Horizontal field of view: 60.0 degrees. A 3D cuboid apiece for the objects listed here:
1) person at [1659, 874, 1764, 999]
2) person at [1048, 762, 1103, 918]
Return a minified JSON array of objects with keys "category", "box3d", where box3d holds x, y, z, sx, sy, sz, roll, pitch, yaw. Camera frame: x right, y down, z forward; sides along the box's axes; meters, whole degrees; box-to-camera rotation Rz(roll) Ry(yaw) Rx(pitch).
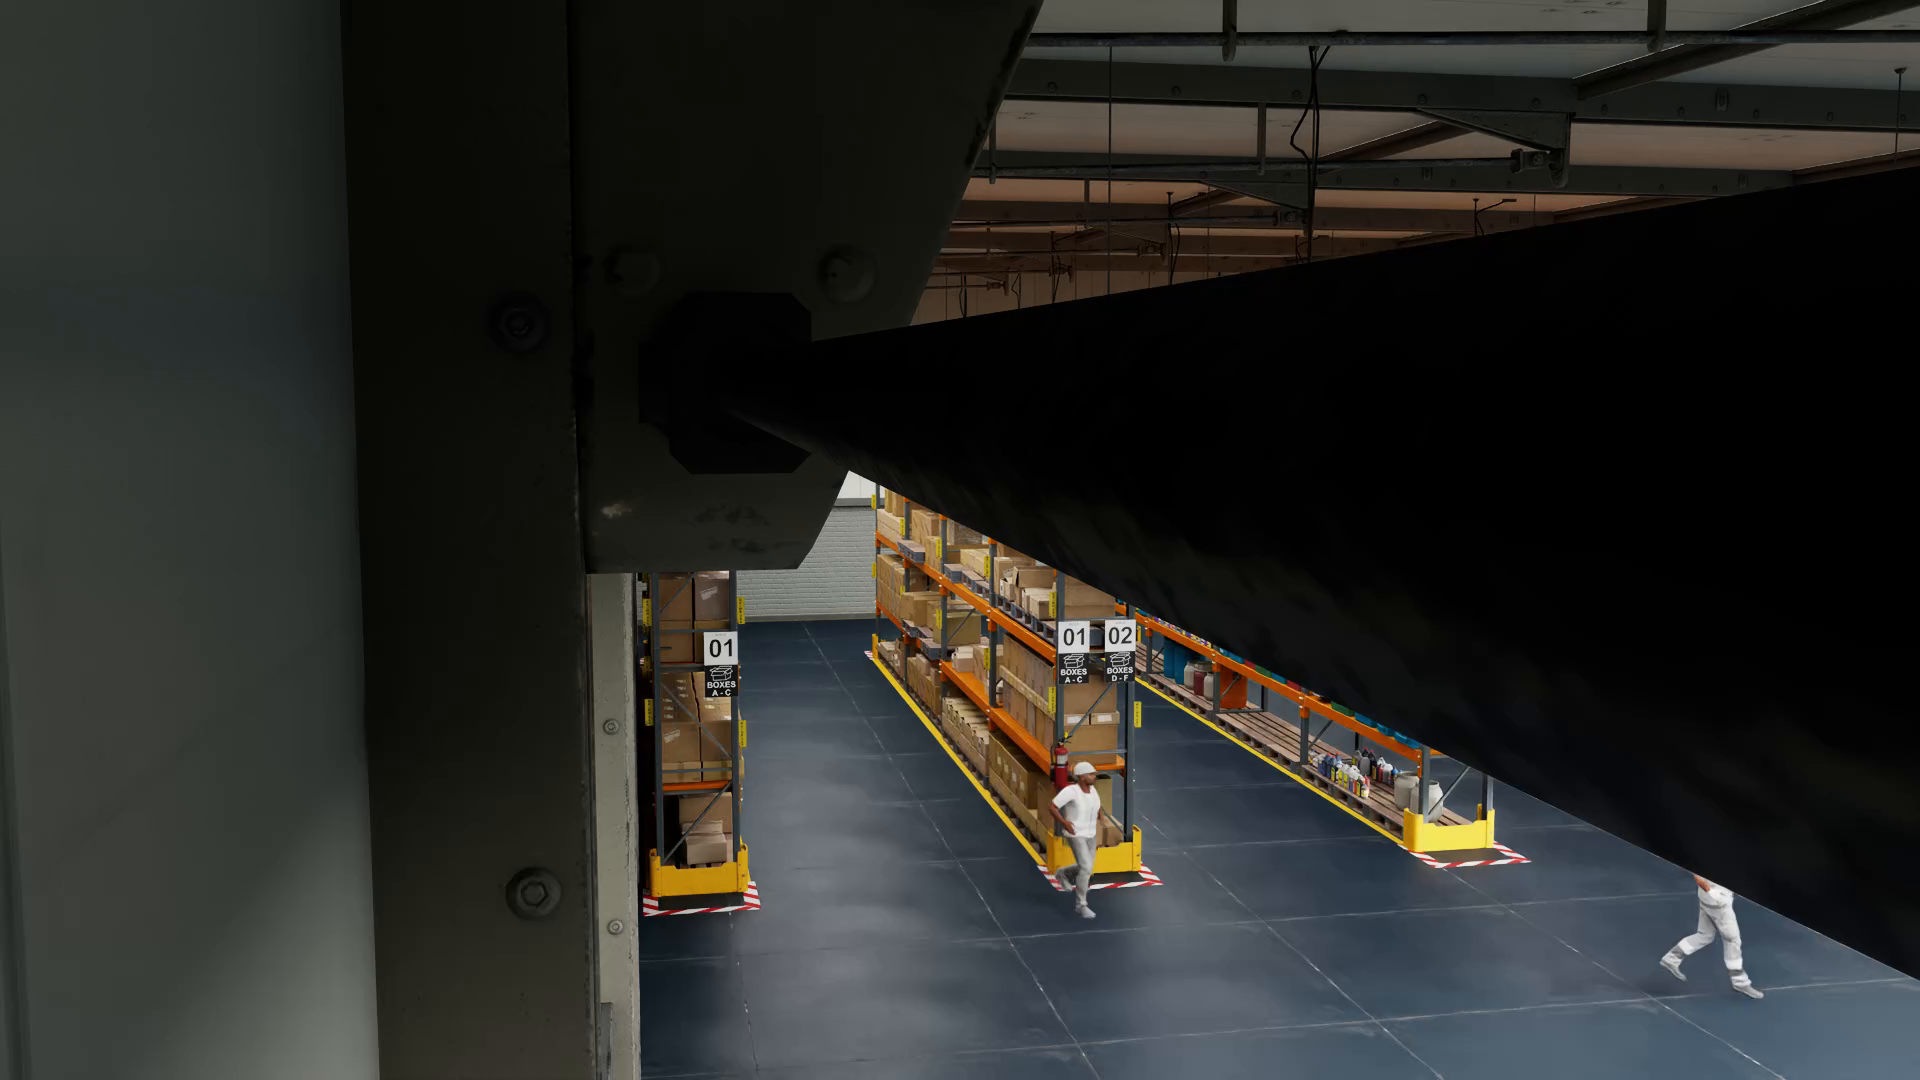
[{"category":"person","box3d":[7.643,3.695,16.853,0.979,1.807,0.651,1,6,14]},{"category":"person","box3d":[1.433,3.479,19.642,0.866,1.731,0.731,6,8,43]}]
